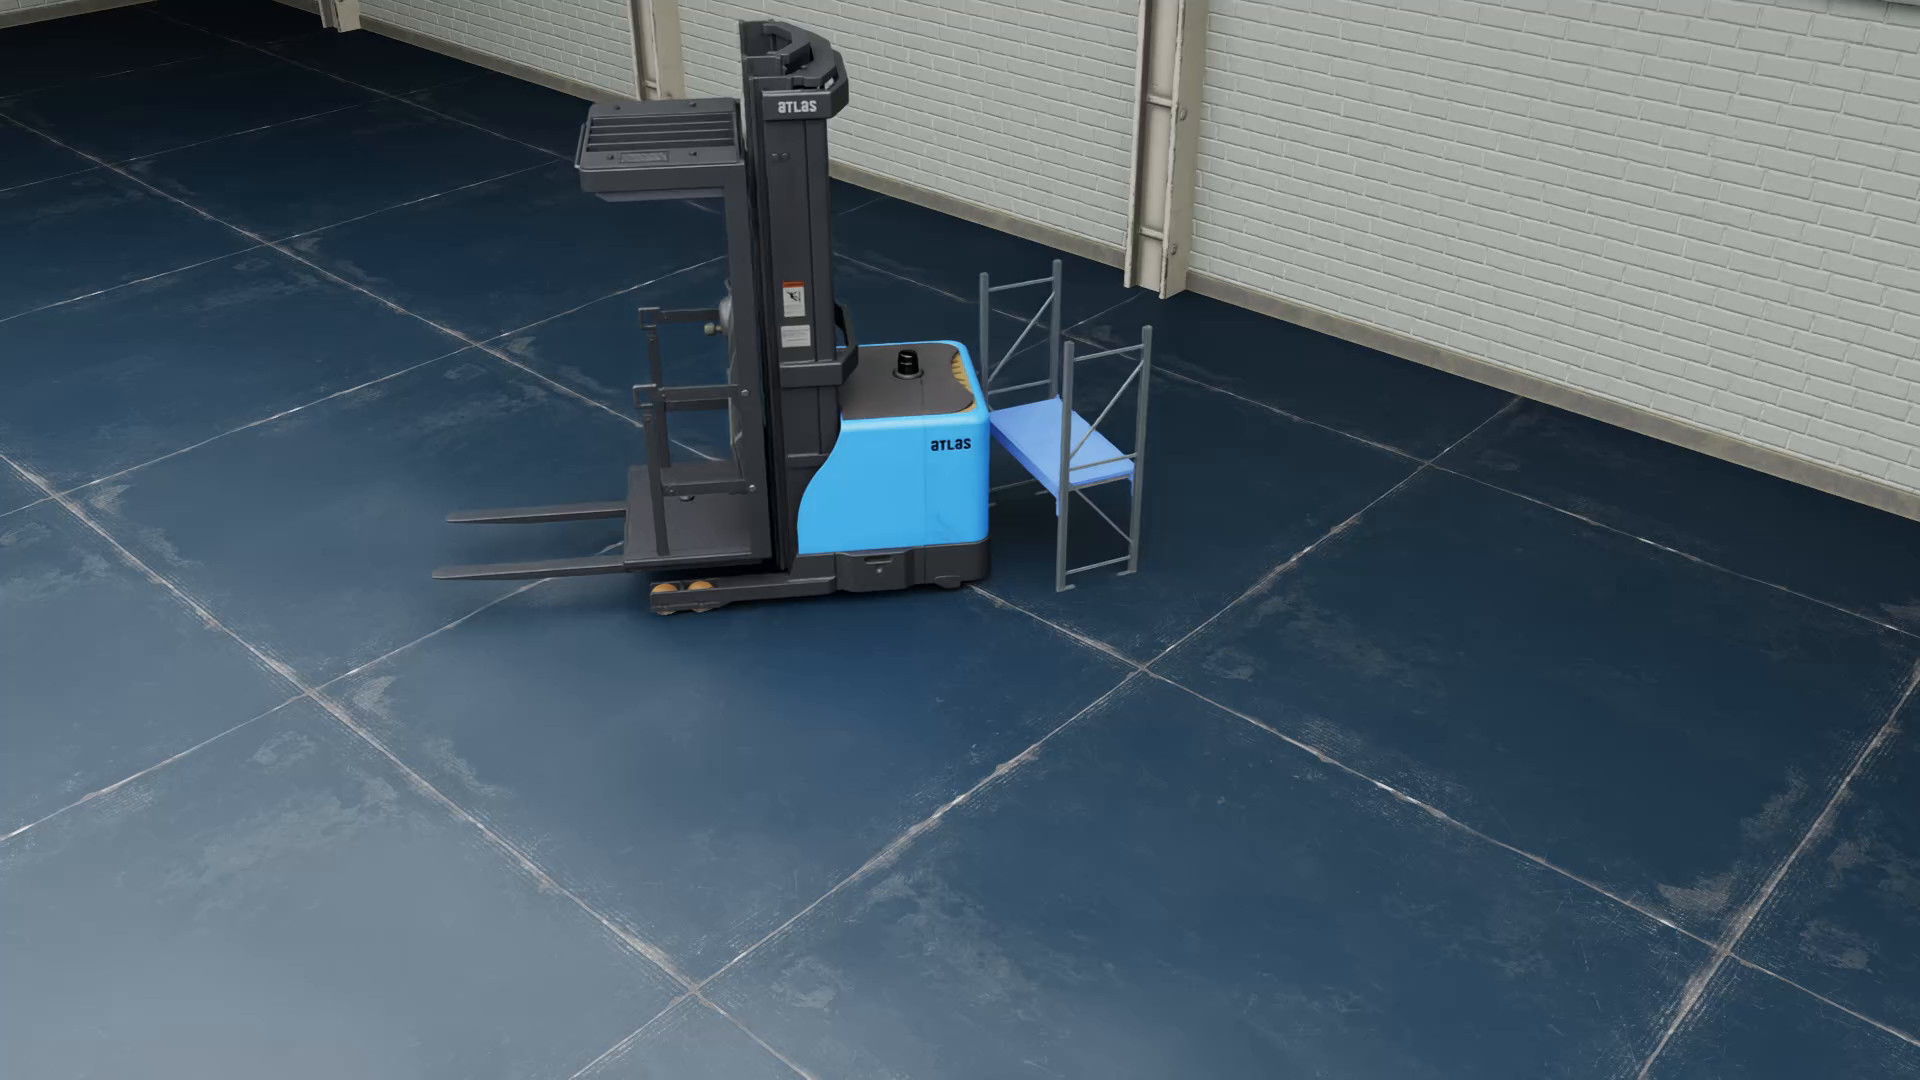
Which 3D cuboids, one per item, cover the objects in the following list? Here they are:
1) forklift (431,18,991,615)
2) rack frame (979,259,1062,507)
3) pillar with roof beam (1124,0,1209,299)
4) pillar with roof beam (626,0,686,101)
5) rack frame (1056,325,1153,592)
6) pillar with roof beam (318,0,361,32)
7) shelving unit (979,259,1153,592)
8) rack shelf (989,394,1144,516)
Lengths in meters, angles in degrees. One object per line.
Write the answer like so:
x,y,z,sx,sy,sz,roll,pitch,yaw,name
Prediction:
-1.388,-1.141,8.748,3.031,2.935,1.130,-4,31,-7,forklift
0.344,-0.890,9.719,0.500,1.500,0.032,-13,33,-21,rack frame
-1.364,-4.183,7.918,0.400,9.000,9.100,25,39,35,pillar with roof beam
-5.812,-6.260,11.368,0.400,9.000,9.100,25,39,35,pillar with roof beam
0.765,-0.413,8.926,0.500,1.500,0.032,-13,33,-21,rack frame
-10.261,-8.336,14.817,0.400,9.000,9.100,25,39,35,pillar with roof beam
0.554,-0.651,9.322,0.538,1.500,1.048,-13,33,-21,shelving unit
0.554,-0.497,9.415,0.538,0.185,1.000,-13,33,-21,rack shelf
